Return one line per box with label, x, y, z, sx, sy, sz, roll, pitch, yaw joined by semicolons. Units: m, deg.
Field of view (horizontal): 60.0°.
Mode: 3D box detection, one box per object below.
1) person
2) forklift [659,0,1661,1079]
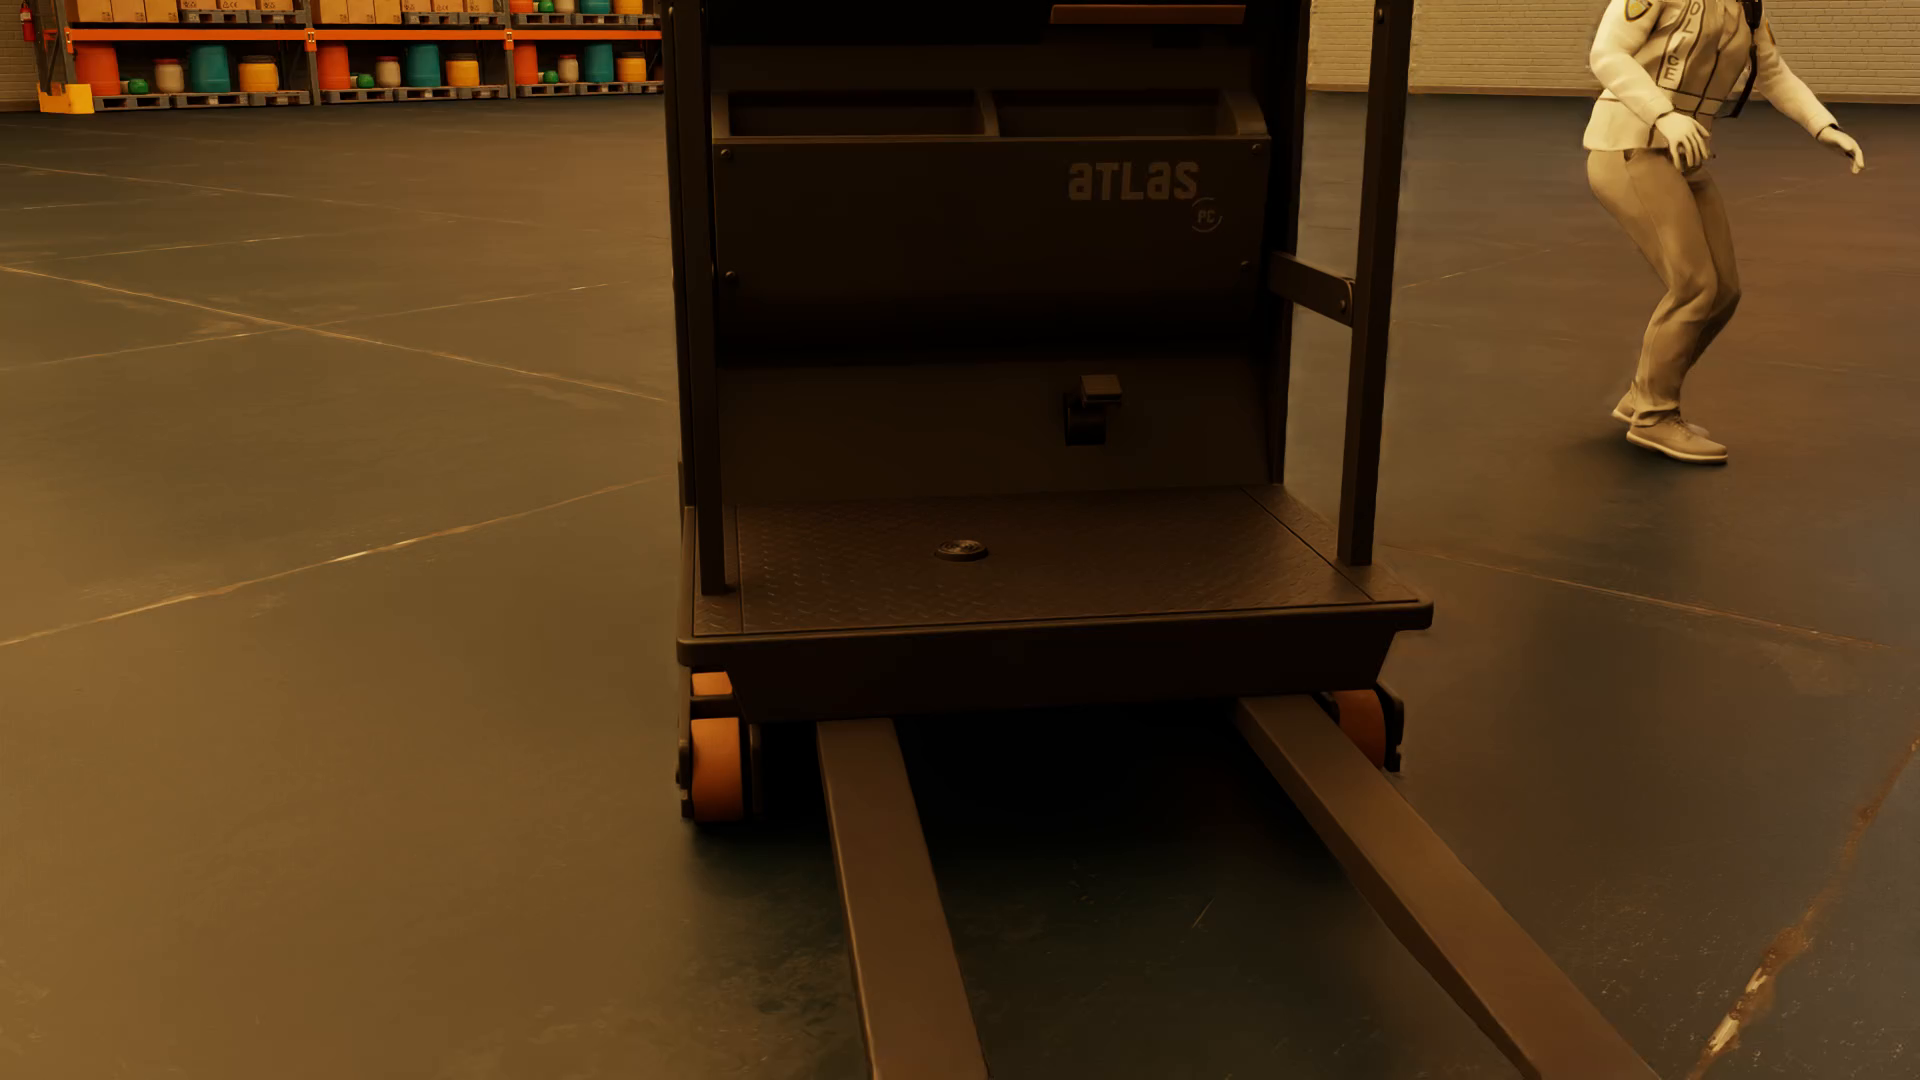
person;2.064;-1.015;4.583;0.729;1.628;0.624;-13;21;-37
forklift;0.086;-1.080;2.454;1.130;2.935;3.031;-2;17;-8
